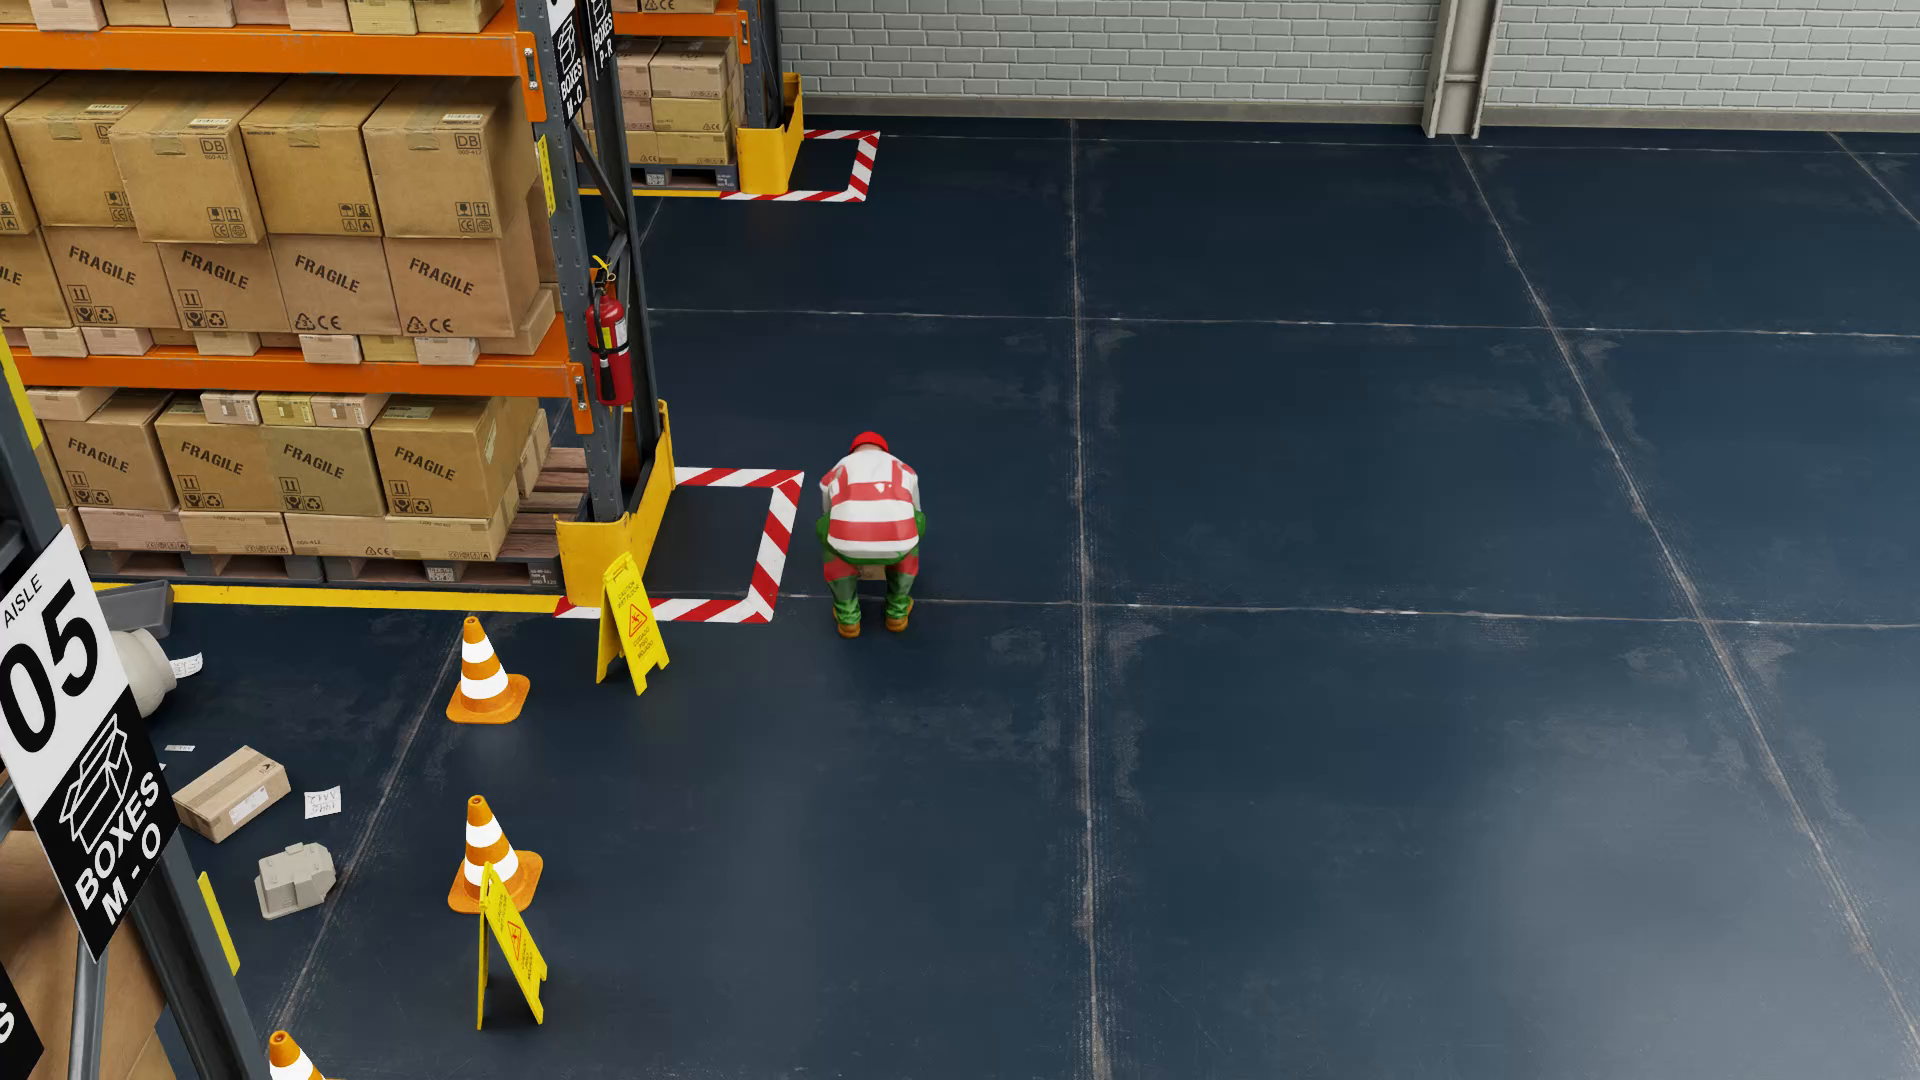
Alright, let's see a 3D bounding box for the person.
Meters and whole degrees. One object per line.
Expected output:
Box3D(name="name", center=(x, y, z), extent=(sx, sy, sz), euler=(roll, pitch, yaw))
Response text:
Box3D(name="person", center=(-0.426, -0.033, 7.979), extent=(0.527, 0.869, 0.966), euler=(-1, 35, -2))
